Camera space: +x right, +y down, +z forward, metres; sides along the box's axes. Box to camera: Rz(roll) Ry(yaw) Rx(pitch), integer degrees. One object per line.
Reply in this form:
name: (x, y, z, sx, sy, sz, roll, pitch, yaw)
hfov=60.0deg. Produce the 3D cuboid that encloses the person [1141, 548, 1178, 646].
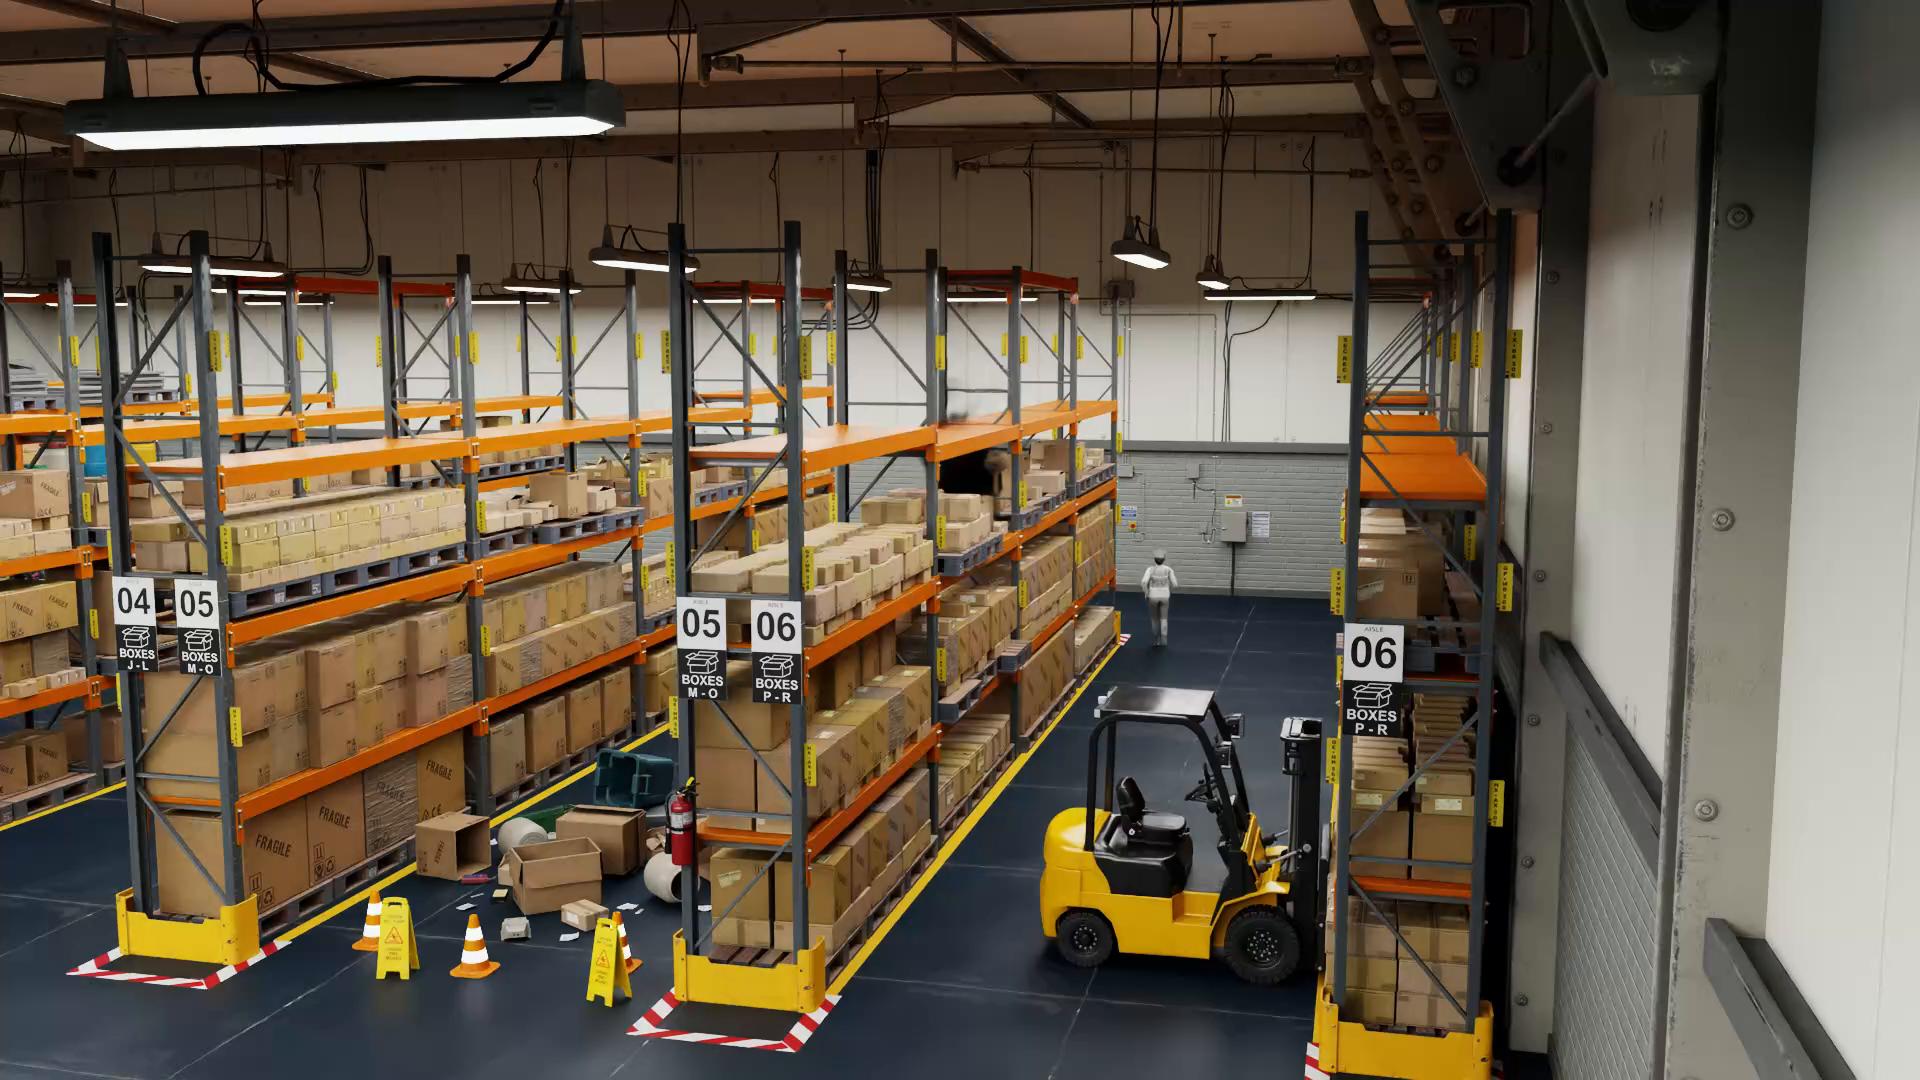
person: (3.290, 0.980, 27.540, 0.612, 1.682, 0.885, 0, 7, 2)
